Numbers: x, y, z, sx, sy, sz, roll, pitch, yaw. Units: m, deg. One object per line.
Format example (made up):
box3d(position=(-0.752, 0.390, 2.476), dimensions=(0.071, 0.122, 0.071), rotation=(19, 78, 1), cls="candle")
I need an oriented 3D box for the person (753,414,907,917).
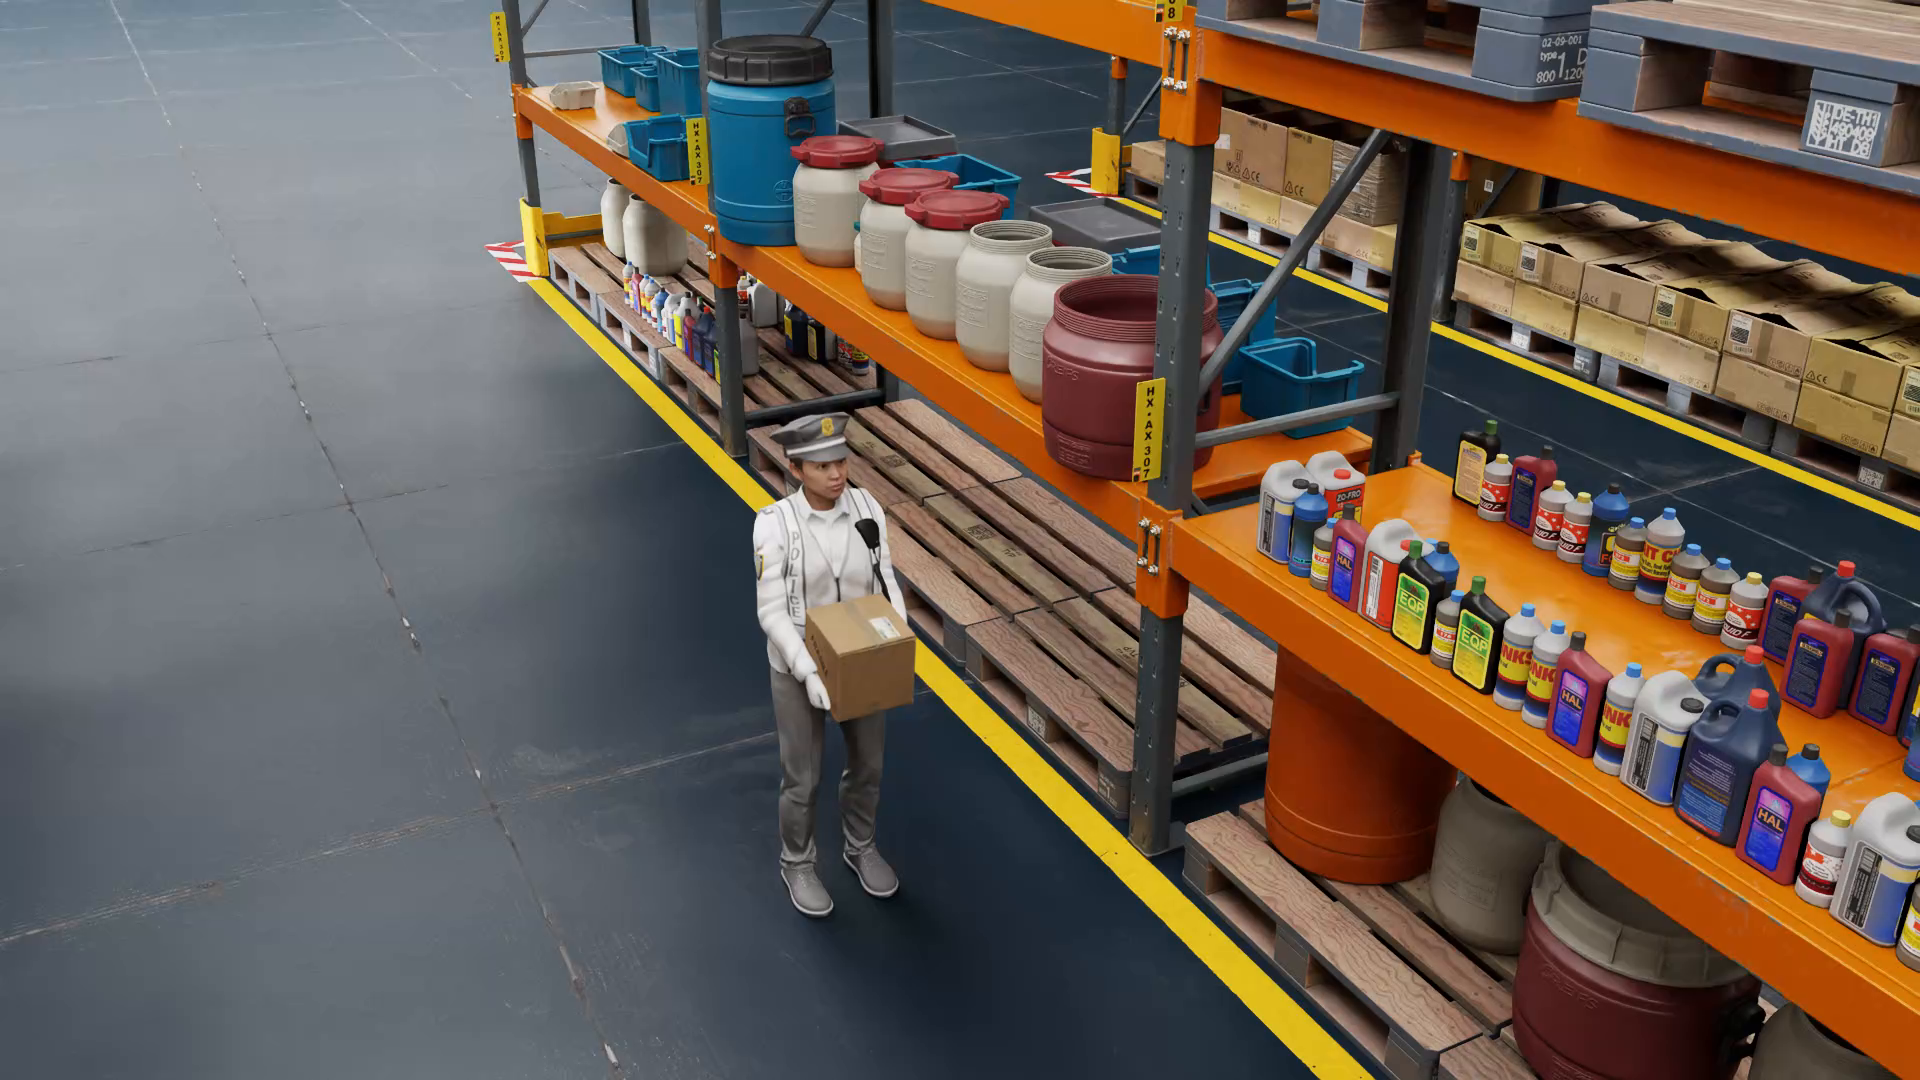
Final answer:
box3d(position=(-0.391, 0.420, 5.211), dimensions=(0.459, 1.686, 0.553), rotation=(-12, 28, -24), cls="person")
